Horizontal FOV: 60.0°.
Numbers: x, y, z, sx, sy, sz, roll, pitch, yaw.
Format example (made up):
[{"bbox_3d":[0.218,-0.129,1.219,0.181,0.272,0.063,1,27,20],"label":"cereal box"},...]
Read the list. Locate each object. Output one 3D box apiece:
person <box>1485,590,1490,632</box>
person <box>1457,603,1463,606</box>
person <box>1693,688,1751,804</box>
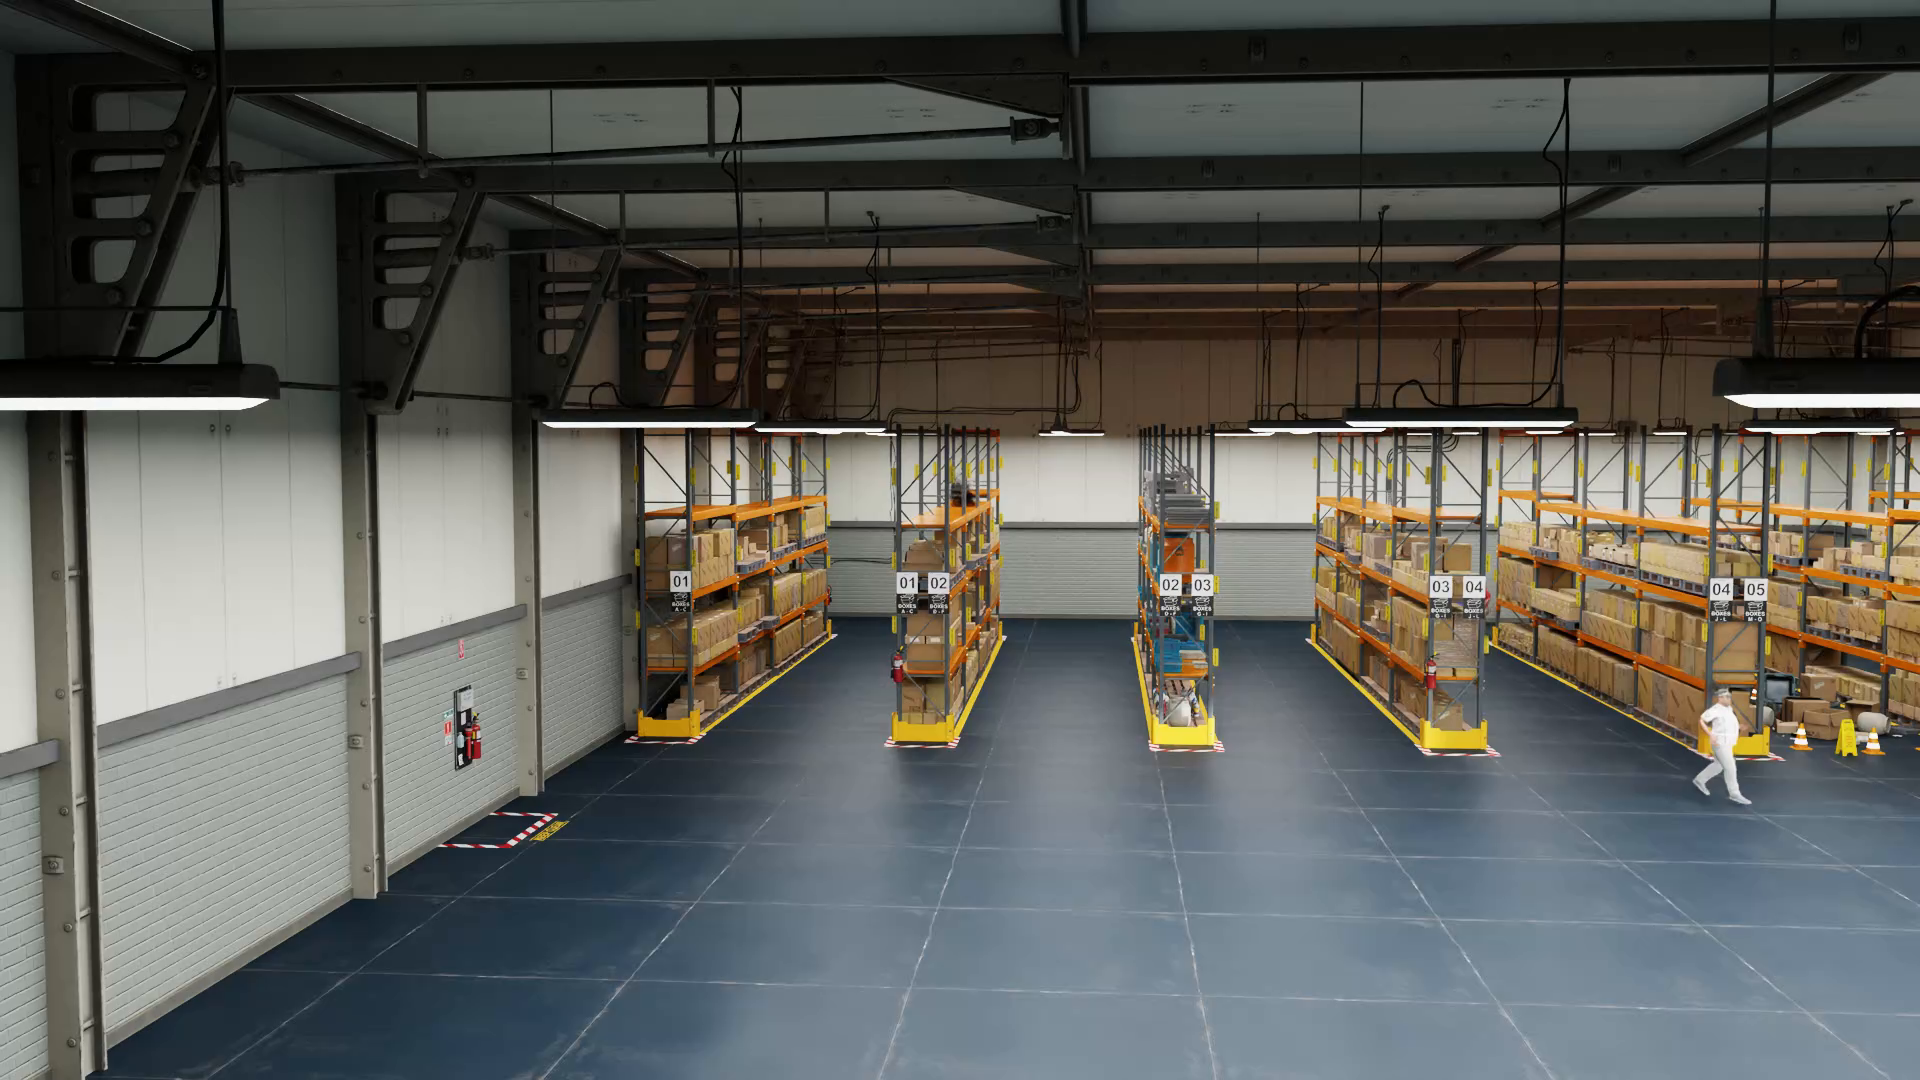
[{"bbox_3d":[14.786,1.999,47.472,0.801,1.669,0.965,0,3,-6],"label":"person"},{"bbox_3d":[13.477,2.197,44.850,0.603,1.615,0.579,0,3,2],"label":"person"},{"bbox_3d":[12.037,3.209,26.242,0.666,1.775,0.967,-3,5,-44],"label":"person"}]
